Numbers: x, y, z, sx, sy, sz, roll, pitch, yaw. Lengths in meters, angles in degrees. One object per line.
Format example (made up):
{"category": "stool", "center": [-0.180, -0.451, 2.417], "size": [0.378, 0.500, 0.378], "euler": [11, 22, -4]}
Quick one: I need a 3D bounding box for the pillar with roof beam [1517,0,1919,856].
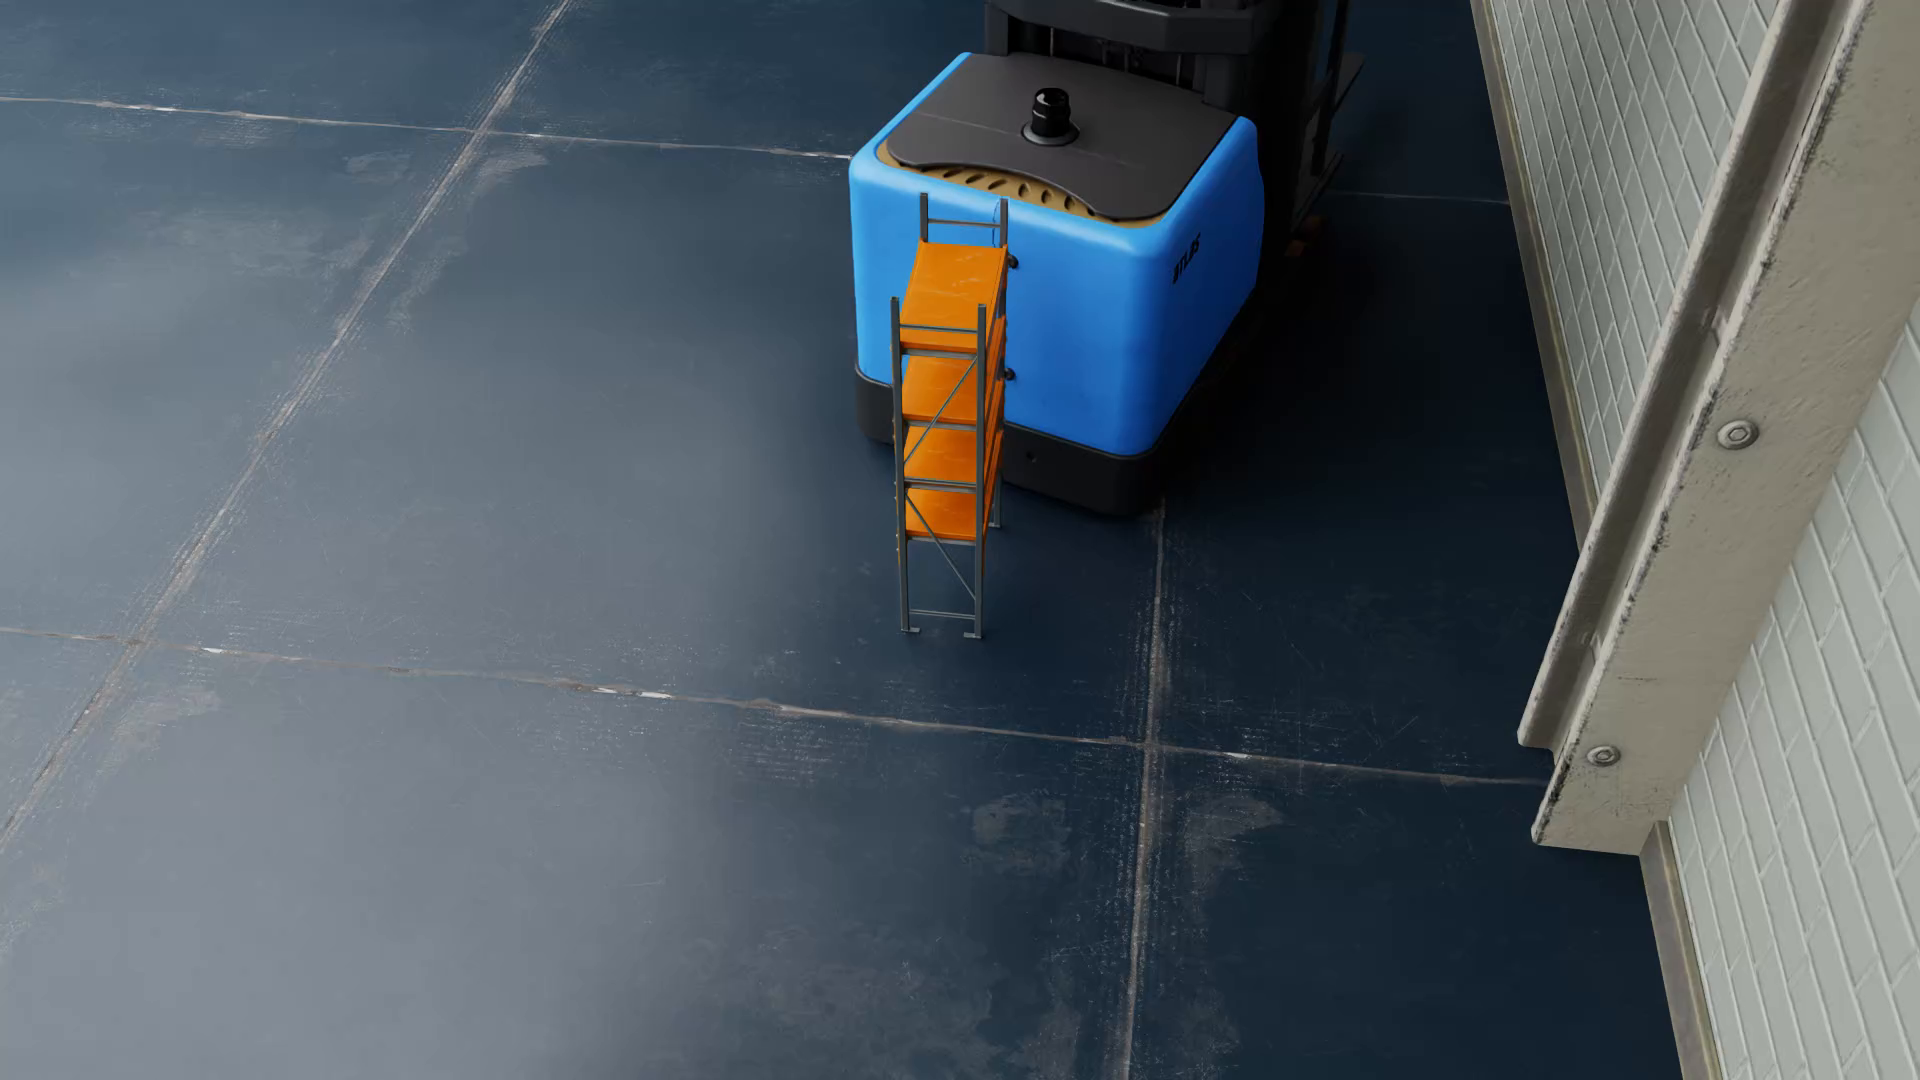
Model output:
{"category": "pillar with roof beam", "center": [-2.570, -2.976, 1.848], "size": [9.100, 9.000, 0.400], "euler": [5, 44, 6]}

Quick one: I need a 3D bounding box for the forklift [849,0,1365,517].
{"category": "forklift", "center": [0.761, -2.152, 5.392], "size": [1.130, 2.935, 3.031], "euler": [19, 47, 19]}

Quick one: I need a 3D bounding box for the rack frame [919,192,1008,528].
{"category": "rack frame", "center": [0.010, -0.489, 4.894], "size": [0.240, 1.200, 0.015], "euler": [5, 44, 6]}

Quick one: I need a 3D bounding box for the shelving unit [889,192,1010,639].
{"category": "shelving unit", "center": [-0.022, -0.323, 4.718], "size": [0.258, 1.200, 0.503], "euler": [5, 44, 6]}

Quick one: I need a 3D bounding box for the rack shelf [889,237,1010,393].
{"category": "rack shelf", "center": [-0.022, -0.608, 4.448], "size": [0.258, 0.148, 0.480], "euler": [5, 44, 6]}

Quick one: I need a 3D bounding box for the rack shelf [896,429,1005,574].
{"category": "rack shelf", "center": [-0.022, -0.130, 4.901], "size": [0.258, 0.148, 0.480], "euler": [5, 44, 6]}

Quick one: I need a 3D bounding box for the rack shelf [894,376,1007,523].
{"category": "rack shelf", "center": [-0.022, -0.274, 4.765], "size": [0.258, 0.148, 0.480], "euler": [5, 44, 6]}

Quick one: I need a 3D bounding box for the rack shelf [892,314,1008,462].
{"category": "rack shelf", "center": [-0.022, -0.436, 4.611], "size": [0.258, 0.148, 0.480], "euler": [5, 44, 6]}

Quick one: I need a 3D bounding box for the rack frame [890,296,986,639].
{"category": "rack frame", "center": [-0.054, -0.157, 4.543], "size": [0.240, 1.200, 0.015], "euler": [5, 44, 6]}
